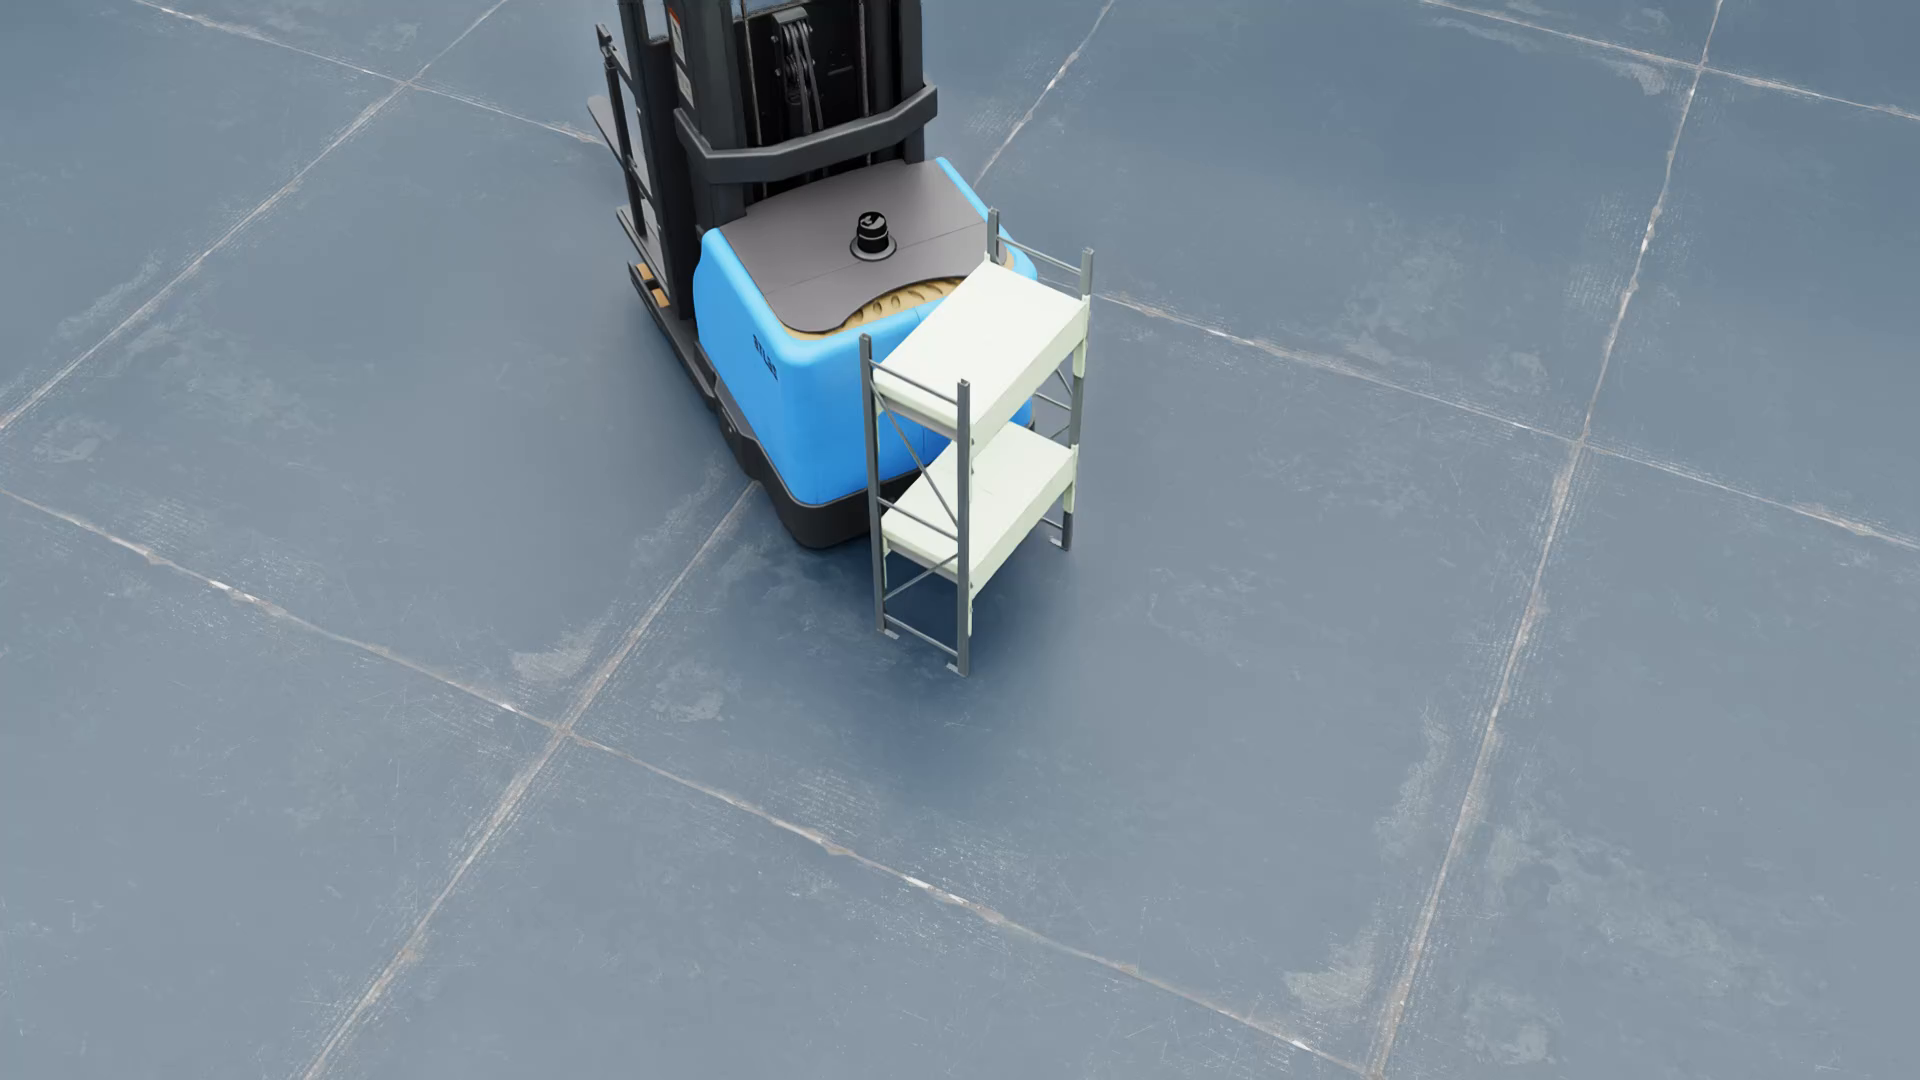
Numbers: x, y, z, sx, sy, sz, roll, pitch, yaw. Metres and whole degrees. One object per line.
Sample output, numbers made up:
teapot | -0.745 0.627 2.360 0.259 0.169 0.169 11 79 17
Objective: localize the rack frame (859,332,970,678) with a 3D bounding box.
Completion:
rack frame | -0.141 -0.066 5.637 0.400 1.500 0.023 27 55 21

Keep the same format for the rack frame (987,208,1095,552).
rack frame | 0.265 -0.530 6.032 0.400 1.500 0.023 27 55 21

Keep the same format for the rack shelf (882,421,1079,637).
rack shelf | 0.062 -0.087 6.083 0.431 0.370 0.720 27 55 21

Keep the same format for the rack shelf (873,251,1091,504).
rack shelf | 0.062 -0.551 5.537 0.431 0.370 0.720 27 55 21

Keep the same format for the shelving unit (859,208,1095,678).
shelving unit | 0.062 -0.298 5.834 0.431 1.500 0.755 27 55 21

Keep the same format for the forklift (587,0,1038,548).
forklift | -0.826 -2.050 6.385 1.130 2.935 3.031 -21 53 -17
